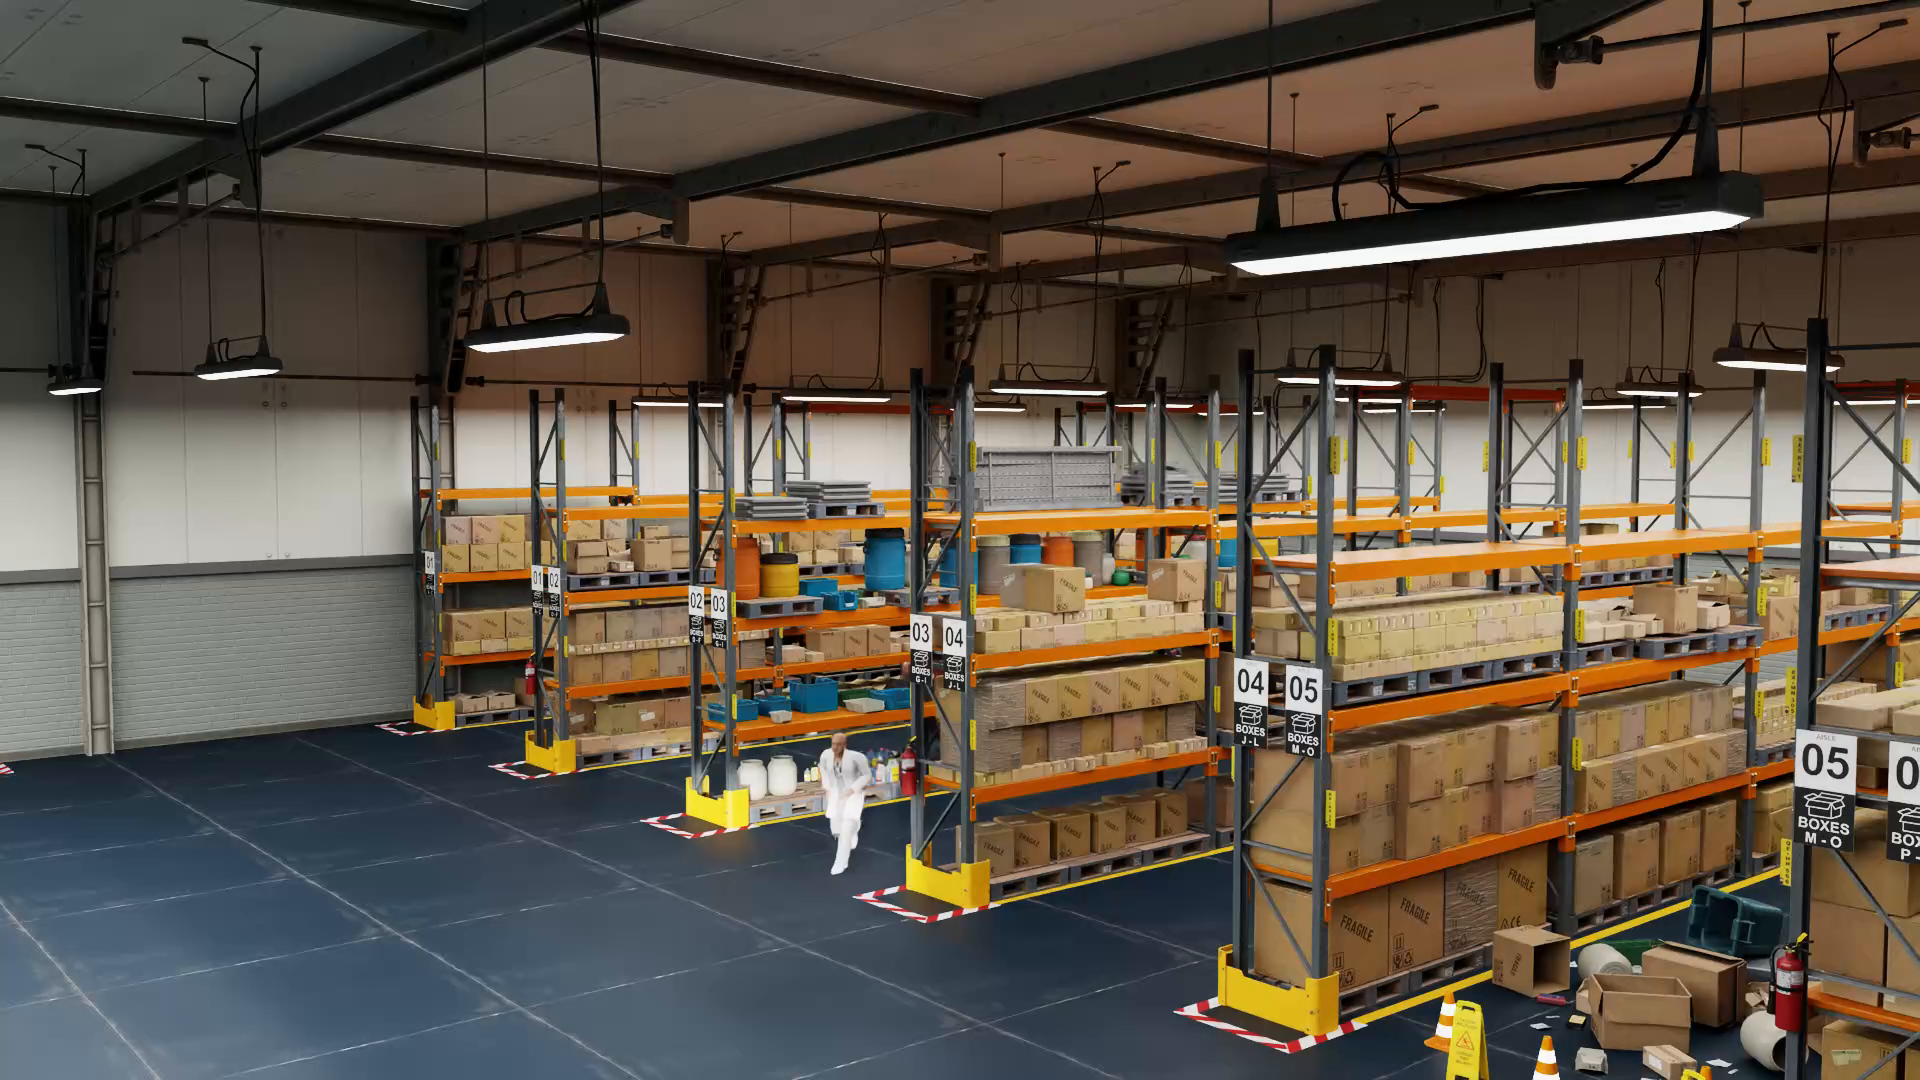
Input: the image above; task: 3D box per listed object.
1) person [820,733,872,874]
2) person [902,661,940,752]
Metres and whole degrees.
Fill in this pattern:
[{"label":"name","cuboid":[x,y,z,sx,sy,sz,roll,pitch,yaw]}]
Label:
[{"label":"person","cuboid":[-1.364,3.145,20.119,0.706,1.717,0.805,1,3,15]},{"label":"person","cuboid":[-0.537,2.783,27.106,0.992,1.671,0.697,-2,4,-30]}]
